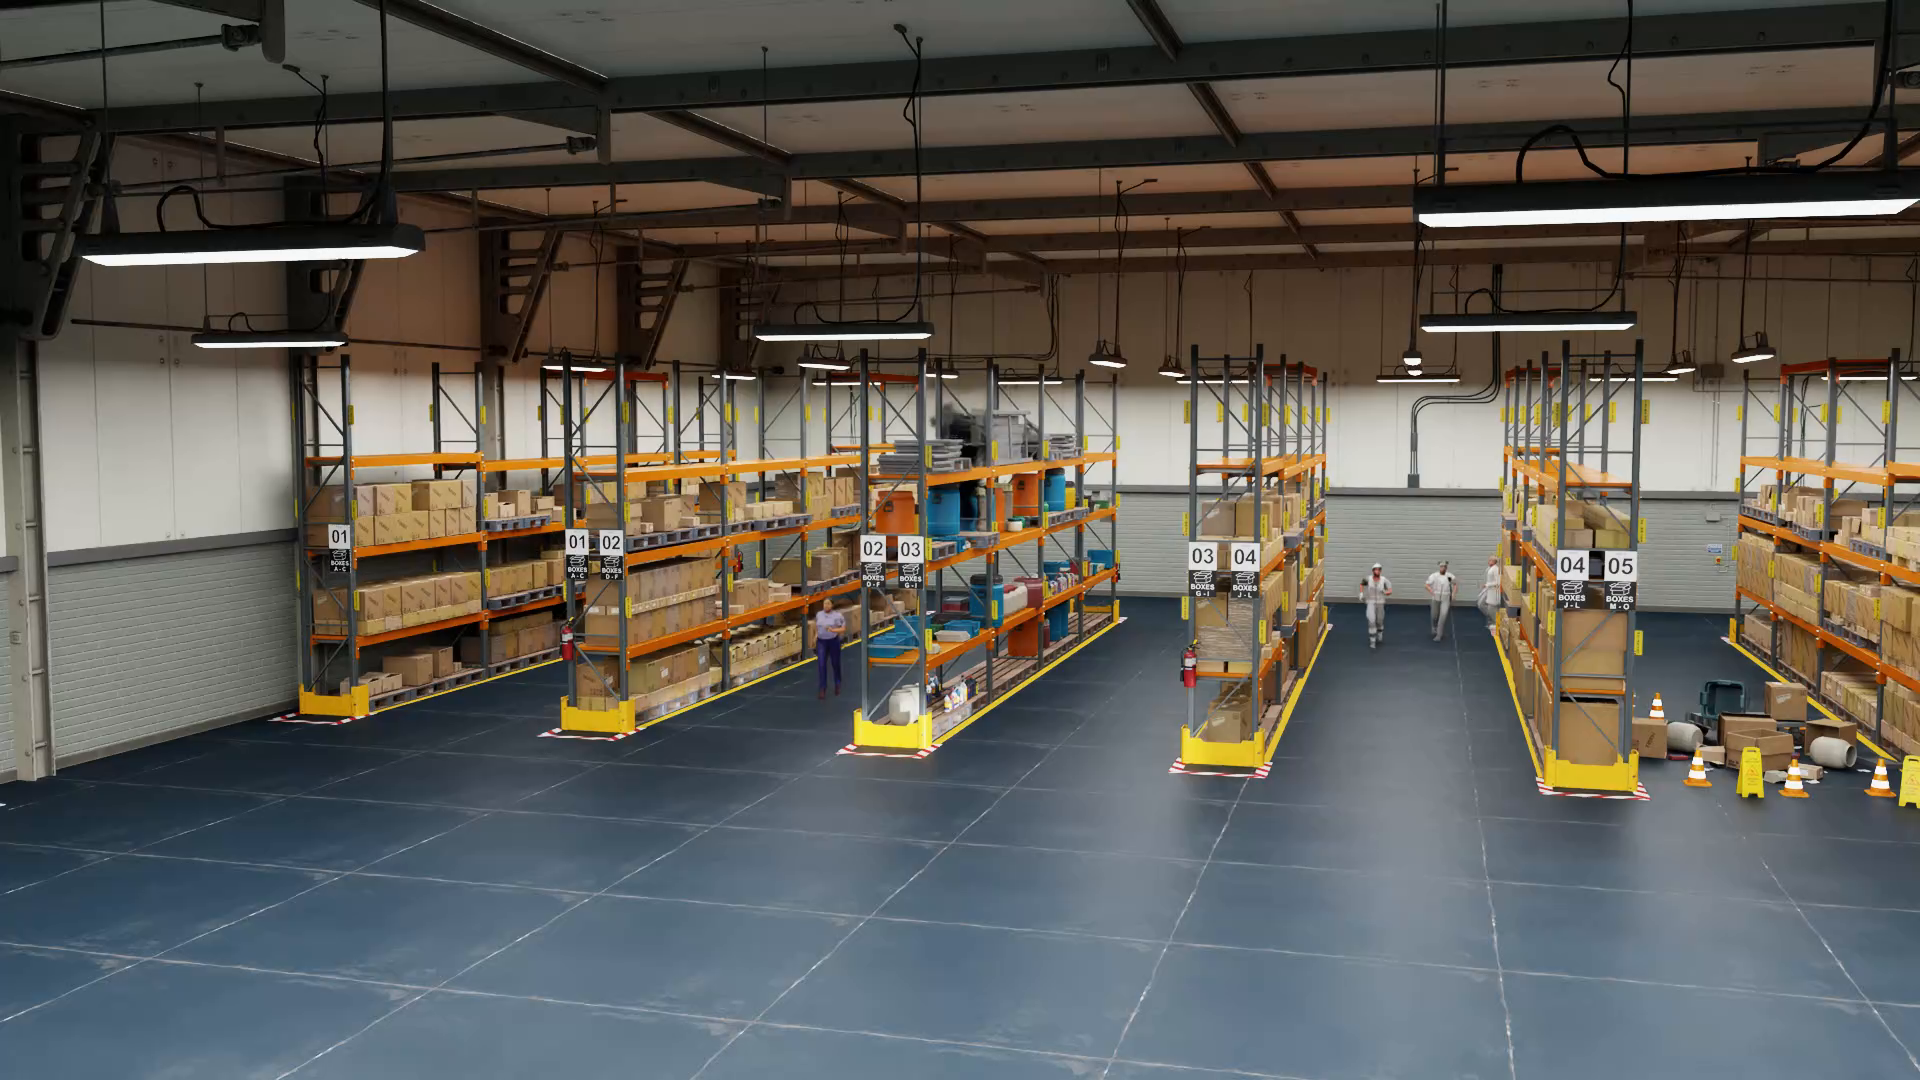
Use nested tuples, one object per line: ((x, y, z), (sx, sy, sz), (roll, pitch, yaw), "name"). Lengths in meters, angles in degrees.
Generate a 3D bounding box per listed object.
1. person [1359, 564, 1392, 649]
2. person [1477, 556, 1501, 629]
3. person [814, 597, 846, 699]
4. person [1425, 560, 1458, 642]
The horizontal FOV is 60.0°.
((8.981, 1.405, 35.950), (0.680, 1.803, 0.996), (1, 4, 10), "person")
((12.375, 1.230, 38.733), (0.706, 1.751, 0.717), (0, 4, -4), "person")
((-2.186, 1.790, 27.810), (0.599, 1.688, 0.848), (1, 4, 9), "person")
((10.746, 1.333, 37.129), (0.700, 1.780, 0.999), (1, 5, 18), "person")
